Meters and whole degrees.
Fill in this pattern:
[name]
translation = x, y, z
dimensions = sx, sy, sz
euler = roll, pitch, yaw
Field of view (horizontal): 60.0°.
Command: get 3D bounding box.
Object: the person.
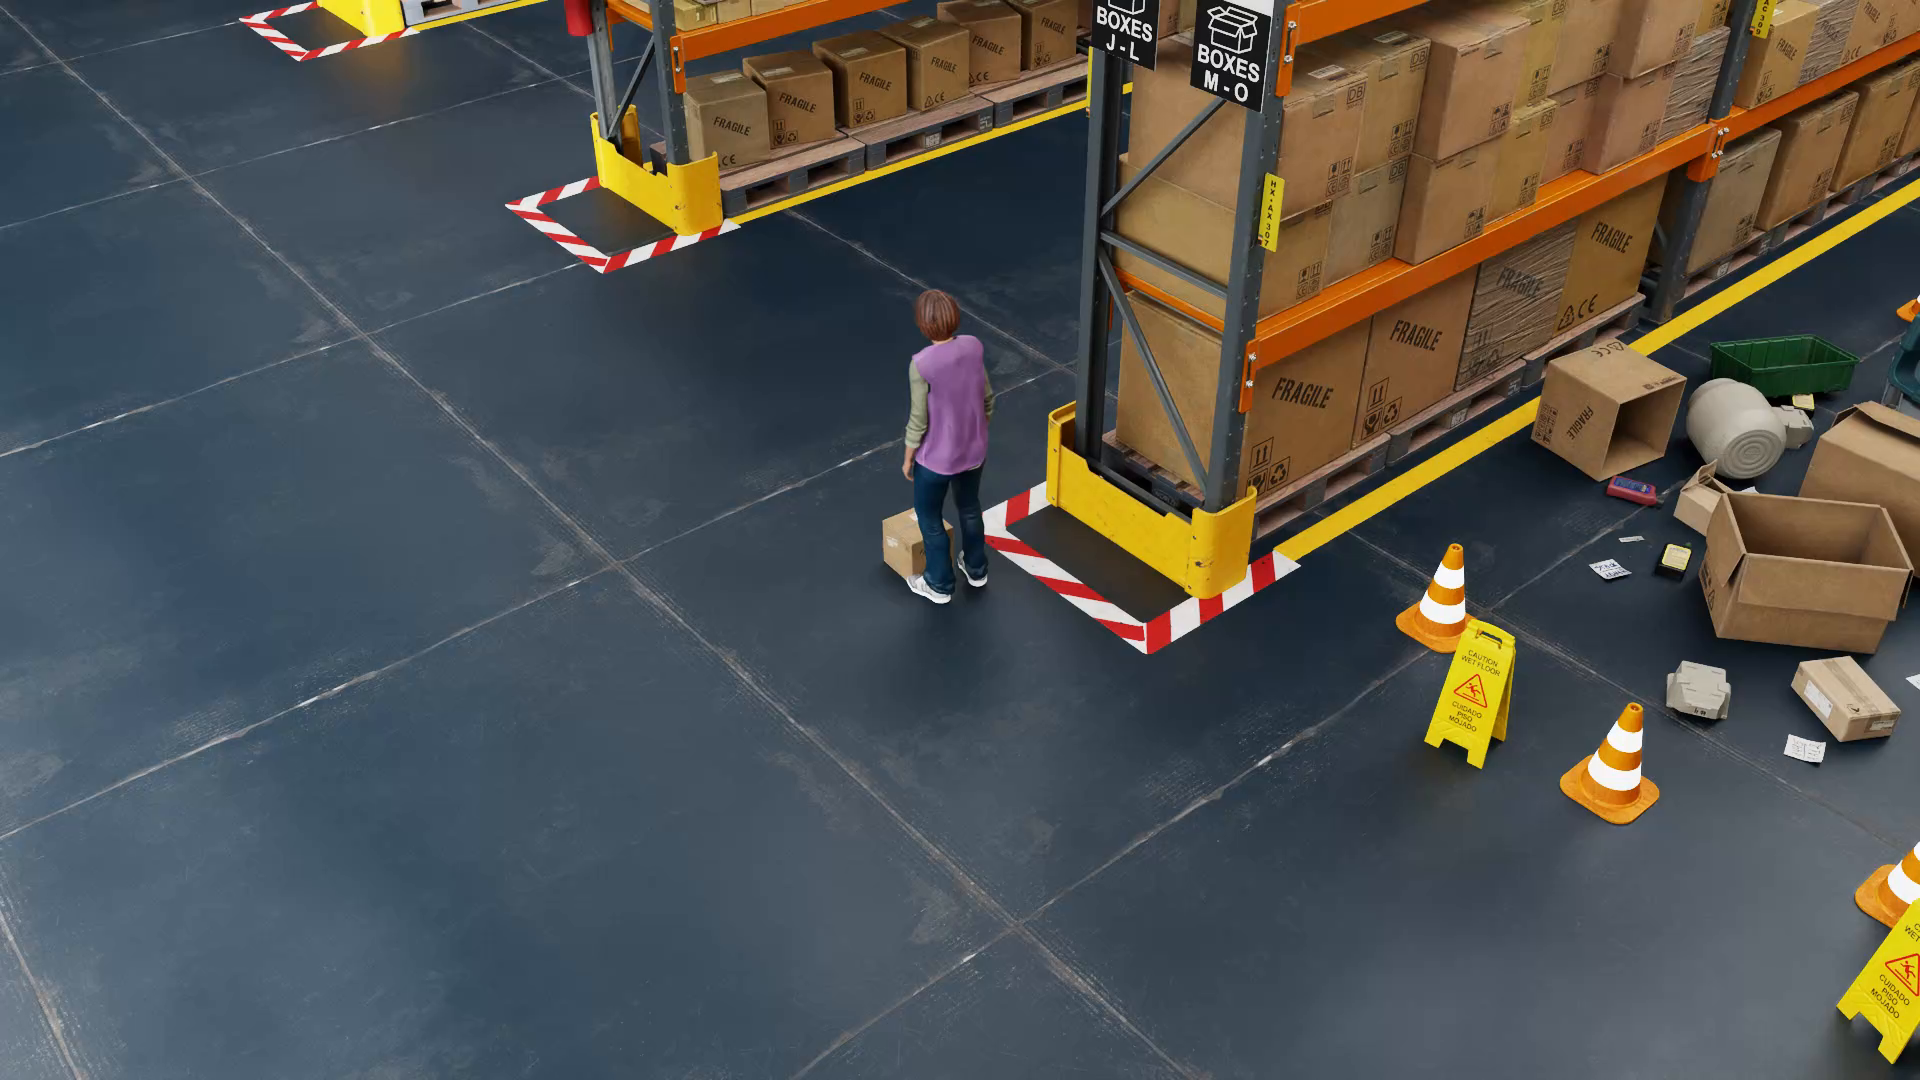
[person]
translation = -0.056, -0.406, 7.634
dimensions = 0.459, 1.593, 0.346
euler = -22, 42, -27
